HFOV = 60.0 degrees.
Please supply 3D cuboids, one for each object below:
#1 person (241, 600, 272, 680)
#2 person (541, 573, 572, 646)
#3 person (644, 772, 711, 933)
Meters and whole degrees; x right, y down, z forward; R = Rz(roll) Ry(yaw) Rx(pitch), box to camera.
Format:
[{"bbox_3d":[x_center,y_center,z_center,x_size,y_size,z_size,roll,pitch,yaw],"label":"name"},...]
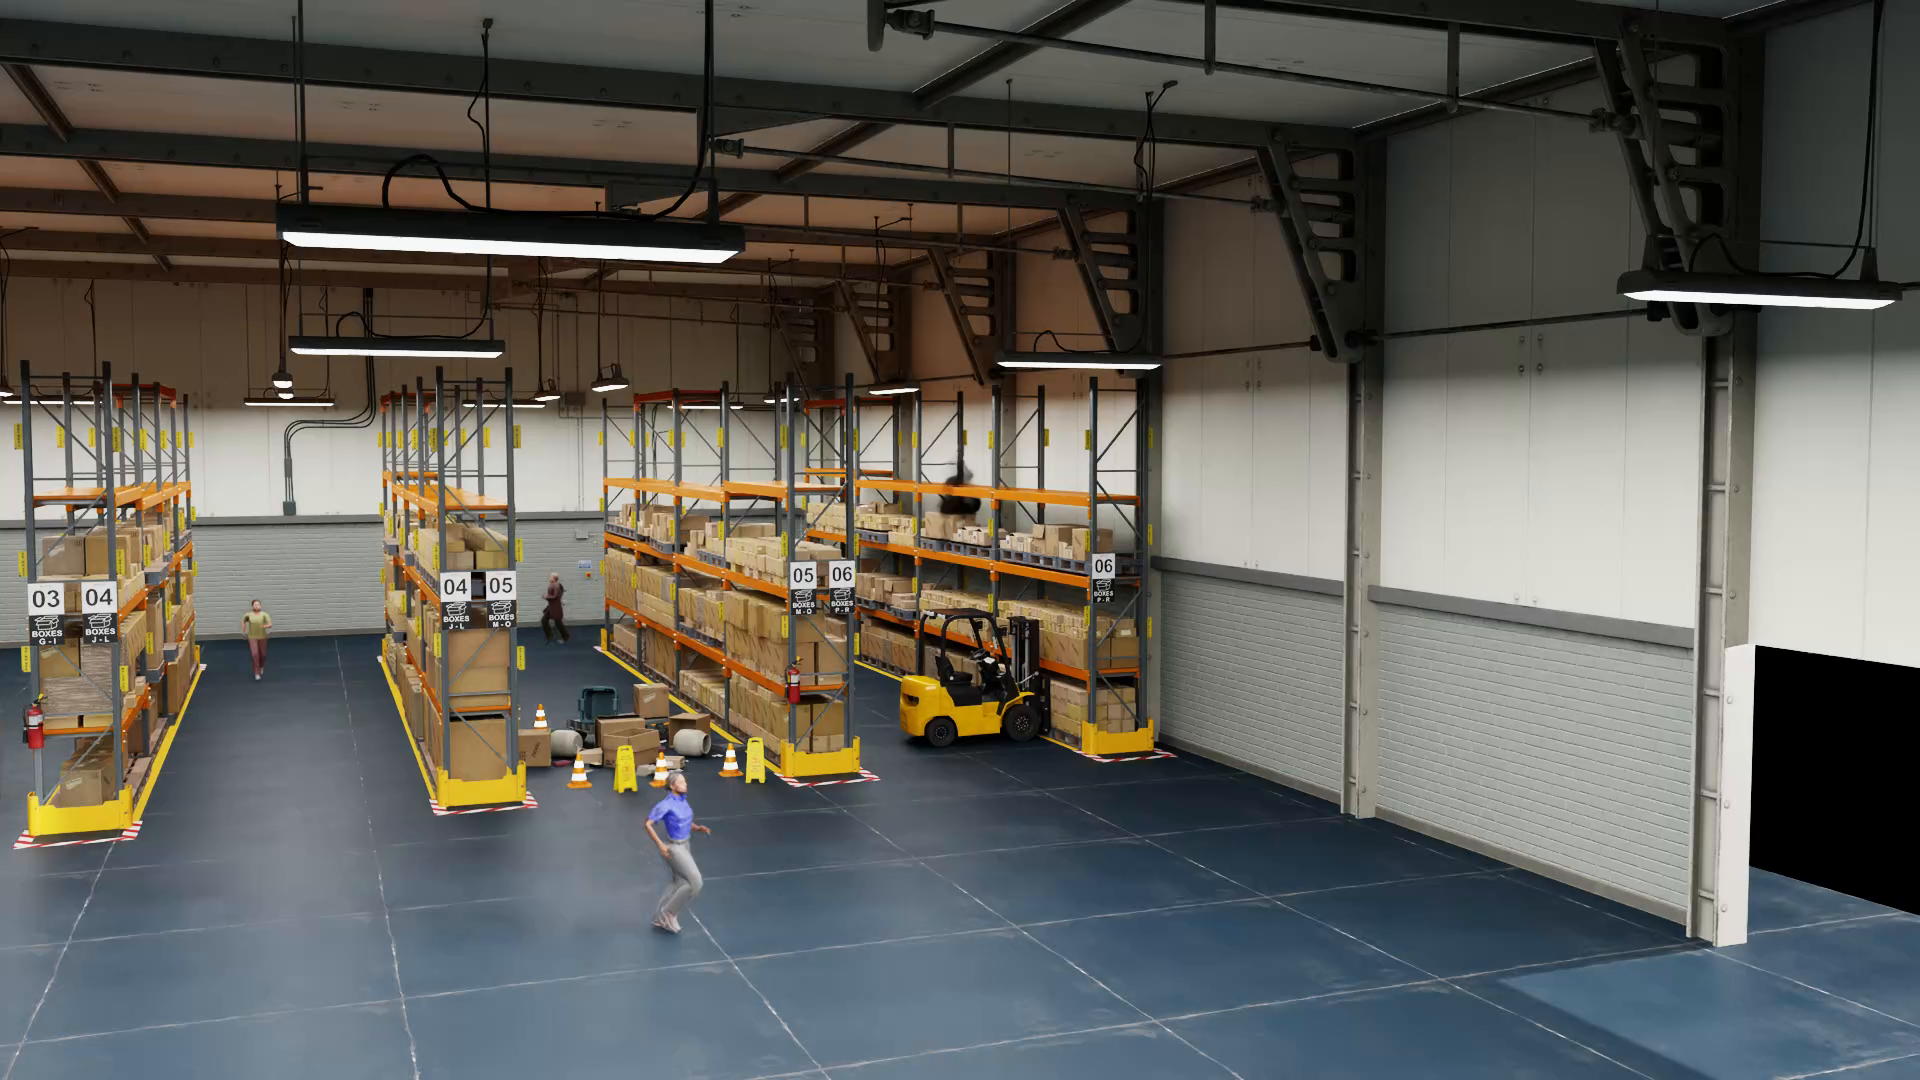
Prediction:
[{"bbox_3d":[-14.719,2.064,34.830,0.585,1.645,0.939,-2,4,-27],"label":"person"},{"bbox_3d":[-9.789,1.700,40.410,0.746,1.829,0.706,-2,4,-27],"label":"person"},{"bbox_3d":[-2.834,3.167,16.865,0.636,1.610,0.553,1,3,10],"label":"person"}]
